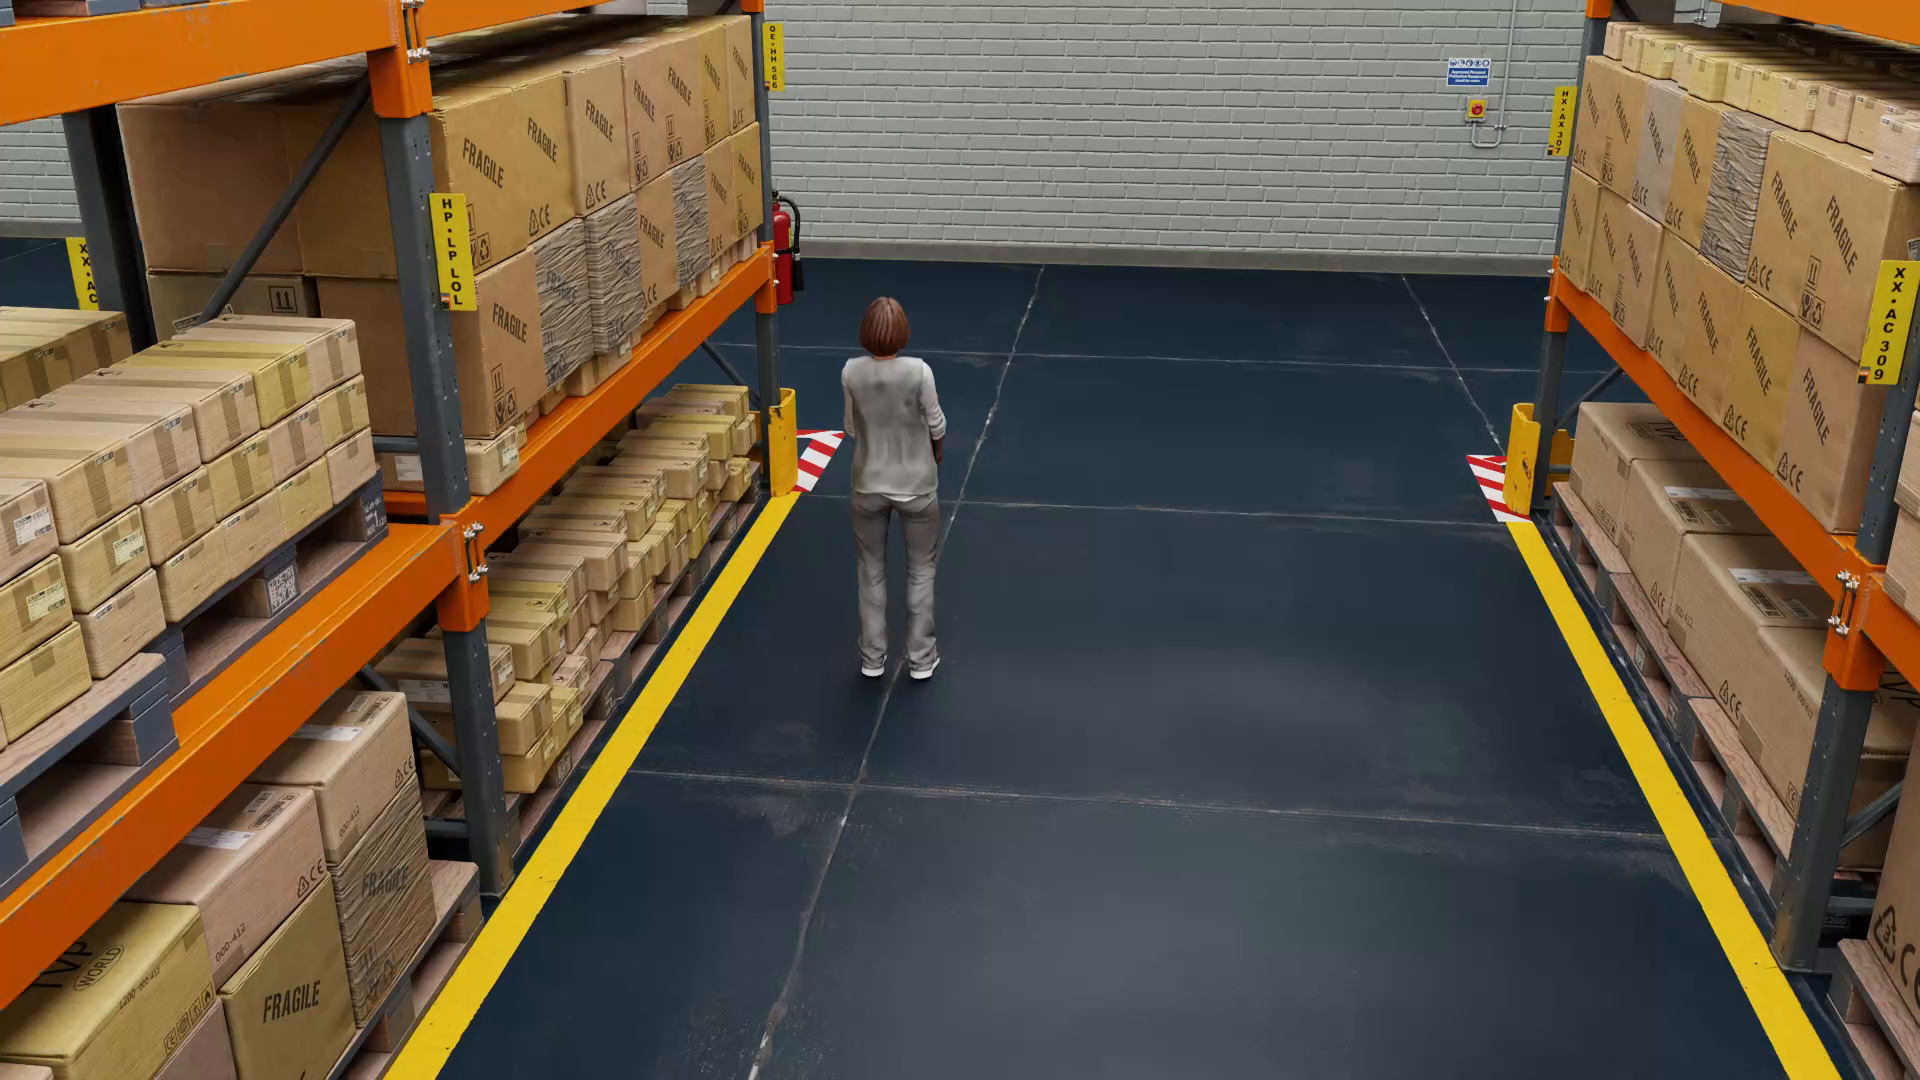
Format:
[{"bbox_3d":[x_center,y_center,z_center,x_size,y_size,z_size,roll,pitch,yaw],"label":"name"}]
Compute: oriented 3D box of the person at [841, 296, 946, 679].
[{"bbox_3d":[-0.257,-0.228,6.686,0.407,1.588,0.497,2,22,6],"label":"person"}]
